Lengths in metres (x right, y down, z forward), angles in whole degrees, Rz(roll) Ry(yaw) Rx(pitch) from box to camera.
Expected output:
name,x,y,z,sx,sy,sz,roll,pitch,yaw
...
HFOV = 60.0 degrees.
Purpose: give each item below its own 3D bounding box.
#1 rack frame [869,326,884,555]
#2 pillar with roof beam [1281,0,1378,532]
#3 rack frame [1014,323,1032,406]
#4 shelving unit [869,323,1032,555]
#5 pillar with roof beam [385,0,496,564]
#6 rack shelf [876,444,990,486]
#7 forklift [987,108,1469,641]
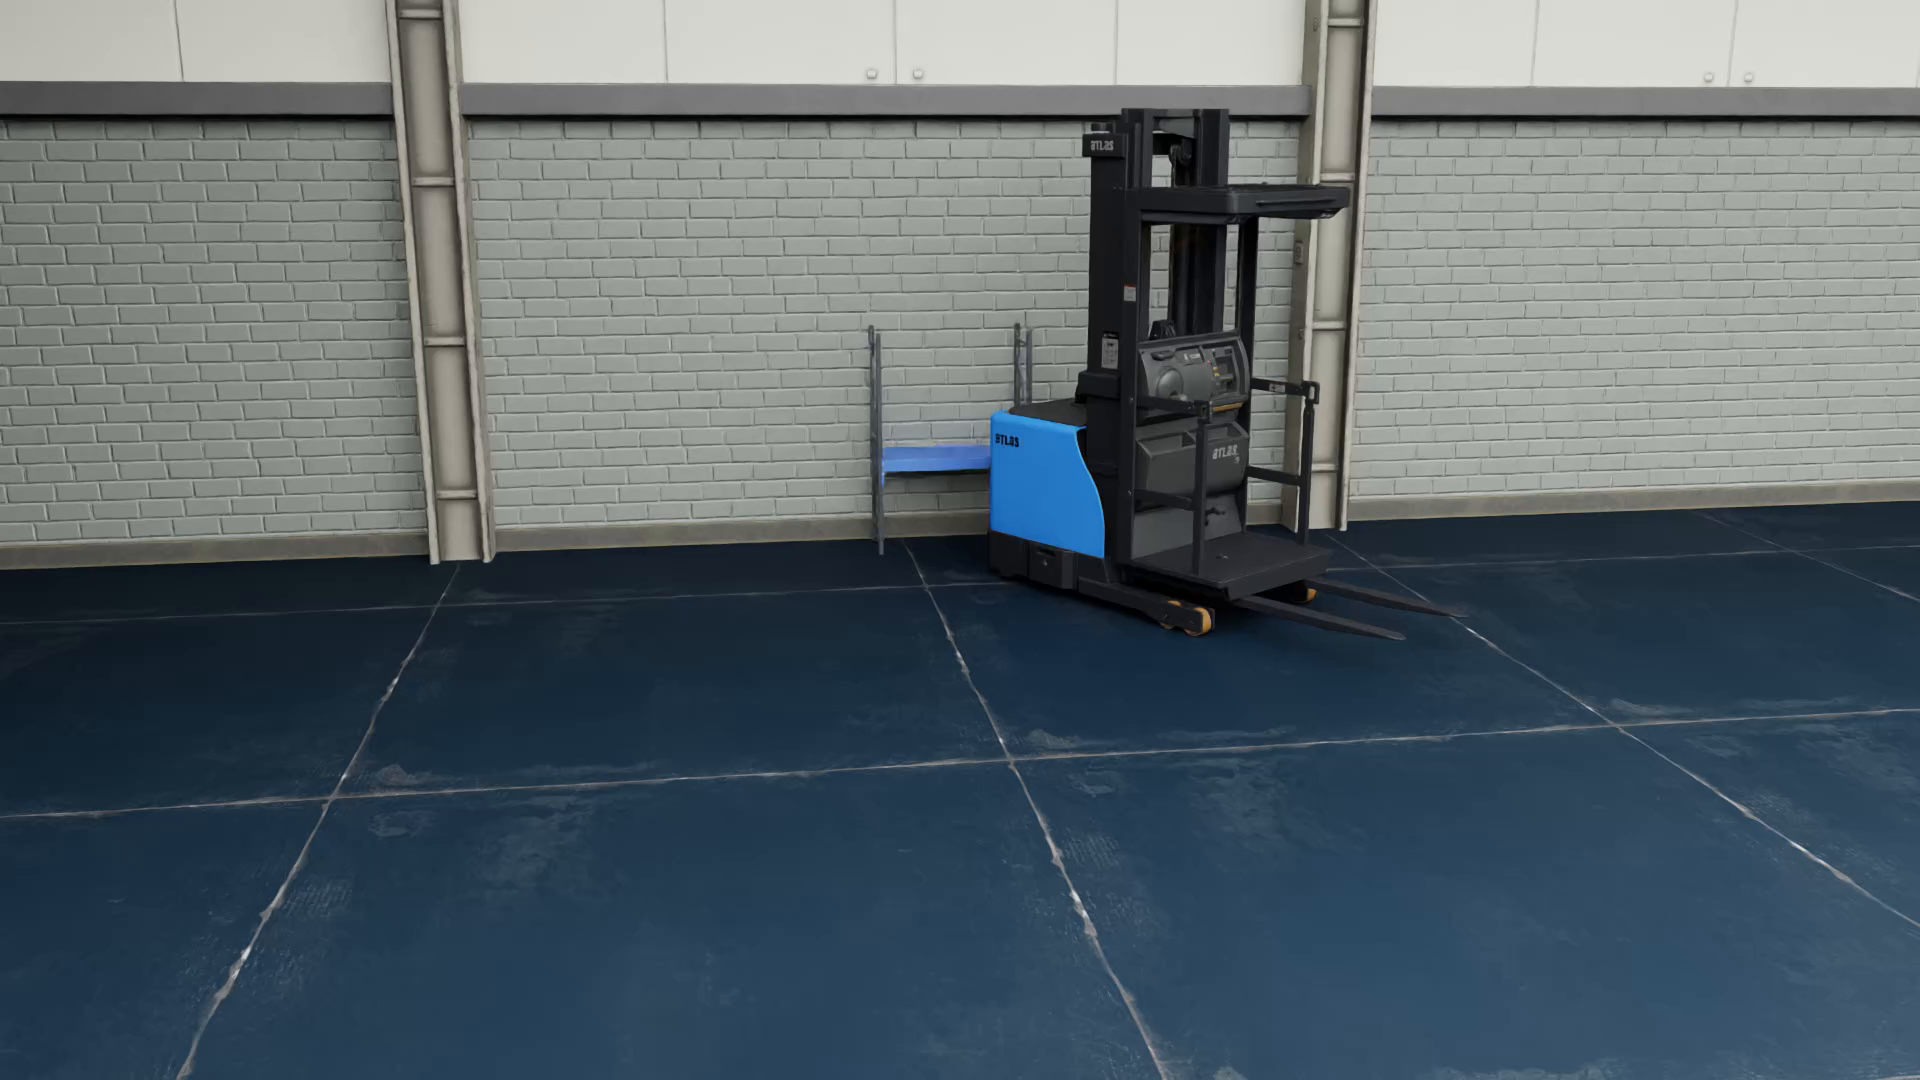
name,x,y,z,sx,sy,sz,roll,pitch,yaw
rack frame,-0.572,-0.685,11.354,0.032,1.500,0.500,-2,13,-8
pillar with roof beam,3.217,-3.429,6.895,0.400,9.000,9.100,-2,14,-8
rack frame,0.434,-0.722,11.500,0.032,1.500,0.500,-2,13,-8
shelving unit,-0.069,-0.704,11.427,1.048,1.500,0.538,-2,13,-8
pillar with roof beam,-2.716,-3.211,6.028,0.400,9.000,9.100,-2,14,-8
rack shelf,-0.069,-0.529,11.468,1.000,0.185,0.538,-2,13,-8
forklift,1.539,-1.010,9.723,1.130,2.935,3.031,-12,19,-41
